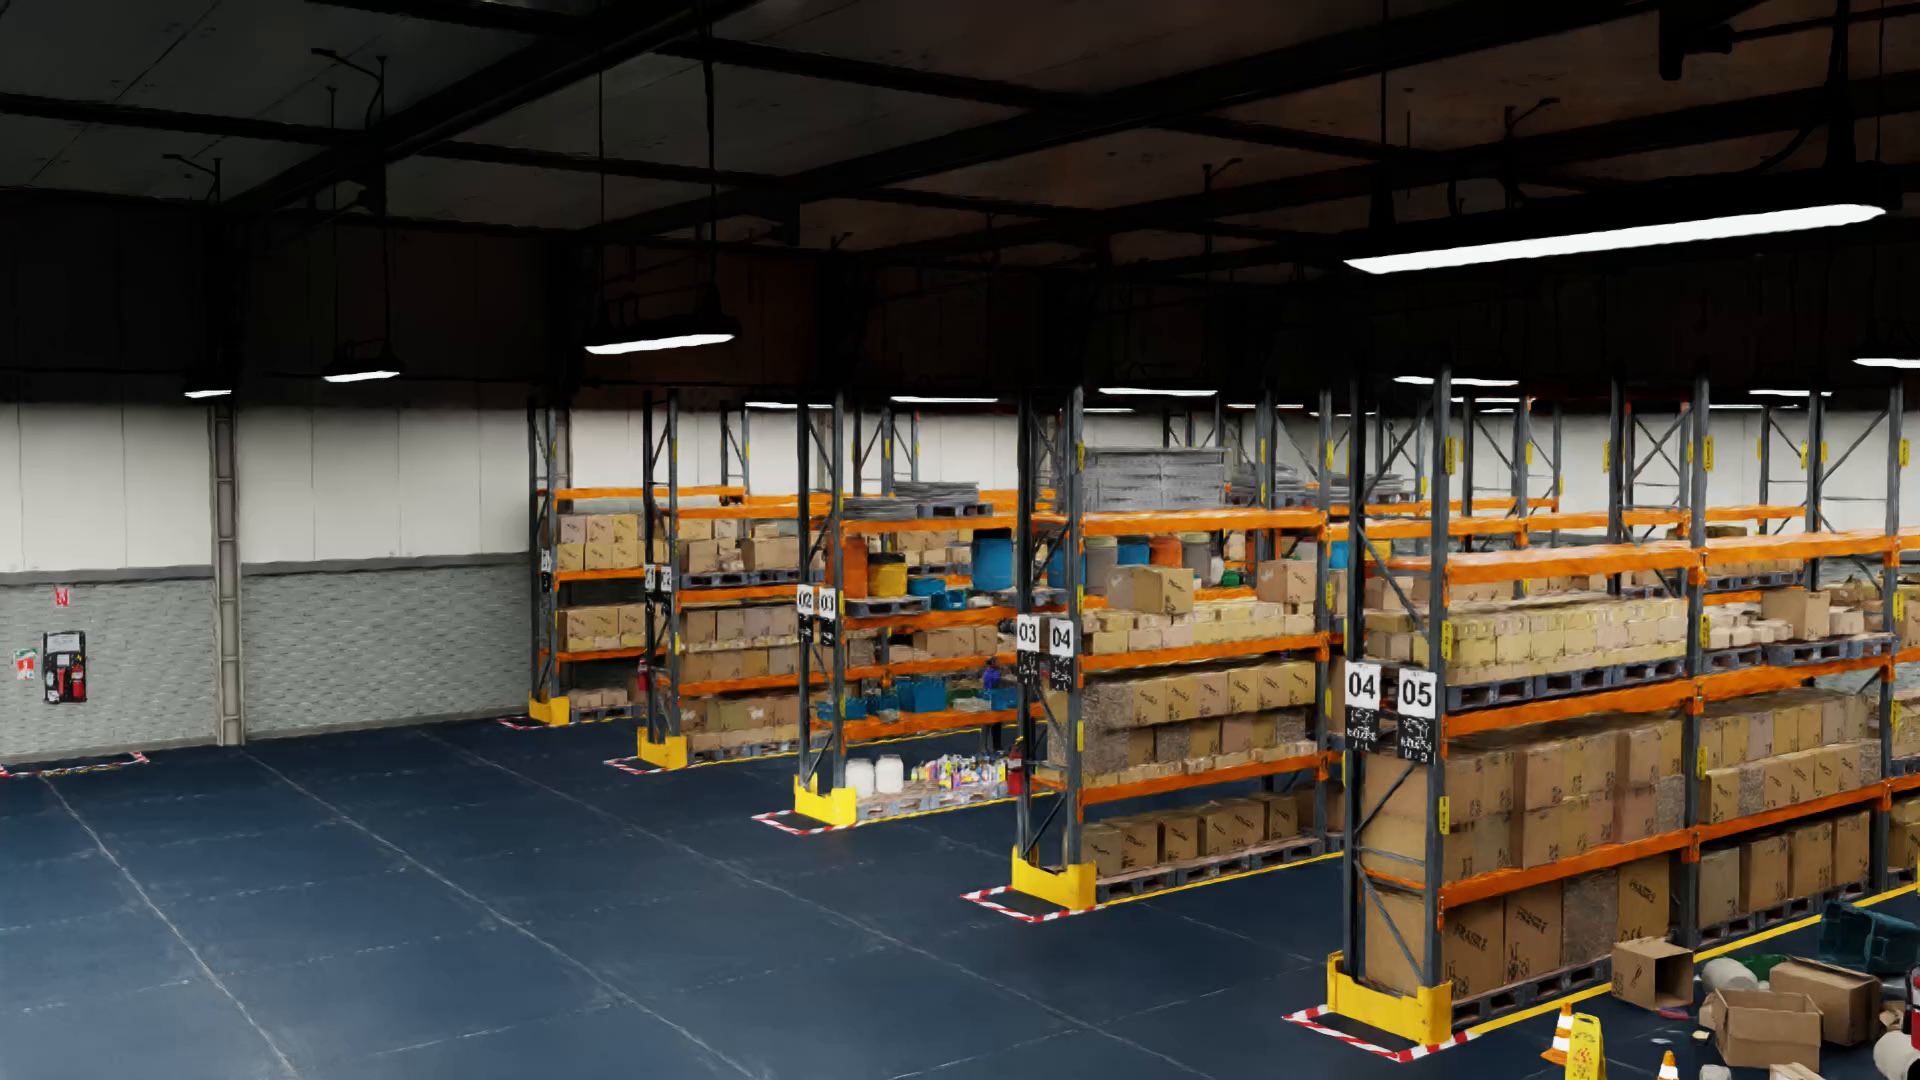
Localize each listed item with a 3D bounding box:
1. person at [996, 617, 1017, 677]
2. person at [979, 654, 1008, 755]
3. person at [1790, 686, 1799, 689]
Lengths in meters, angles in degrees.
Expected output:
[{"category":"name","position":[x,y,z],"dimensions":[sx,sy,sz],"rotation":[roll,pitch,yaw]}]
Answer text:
[{"category":"person","position":[0.975,2.248,35.149],"dimensions":[1.026,1.664,0.538],"rotation":[-3,5,-44]},{"category":"person","position":[0.561,2.707,27.318],"dimensions":[0.437,1.667,0.552],"rotation":[2,4,24]},{"category":"person","position":[11.828,2.905,23.545],"dimensions":[1.194,1.698,0.598],"rotation":[-2,4,-34]}]
